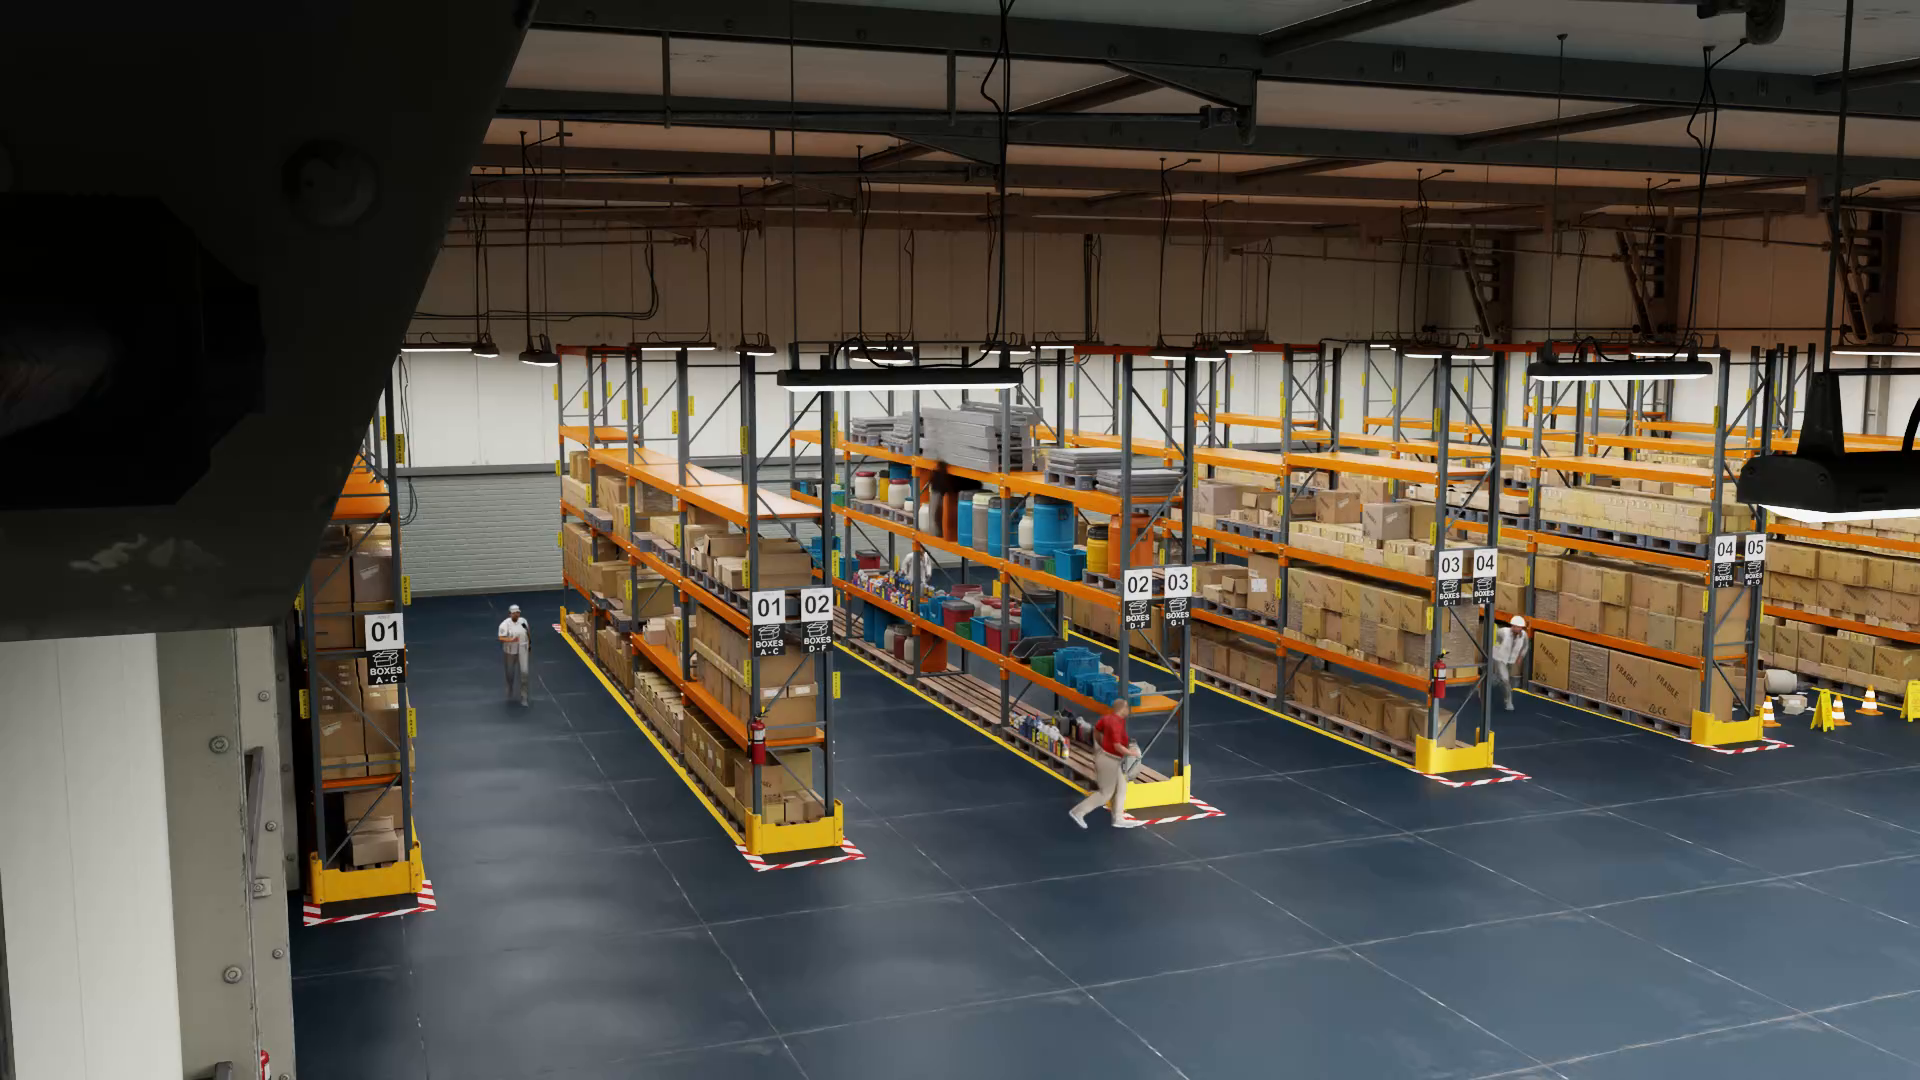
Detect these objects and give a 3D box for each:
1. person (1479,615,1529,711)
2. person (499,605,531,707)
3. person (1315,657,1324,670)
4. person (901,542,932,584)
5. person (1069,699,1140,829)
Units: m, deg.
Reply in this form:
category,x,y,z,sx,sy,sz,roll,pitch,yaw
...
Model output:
category,x,y,z,sx,sy,sz,roll,pitch,yaw
person,9.119,2.000,27.920,0.648,1.610,1.125,-2,7,-13
person,-7.533,1.938,28.163,0.558,1.724,0.842,-3,8,-23
person,6.831,1.532,30.768,0.649,1.740,0.690,-4,8,-28
person,-0.963,0.881,36.304,0.708,1.712,0.712,-6,9,-39
person,1.819,2.844,21.006,0.905,1.693,0.651,-1,7,-4
